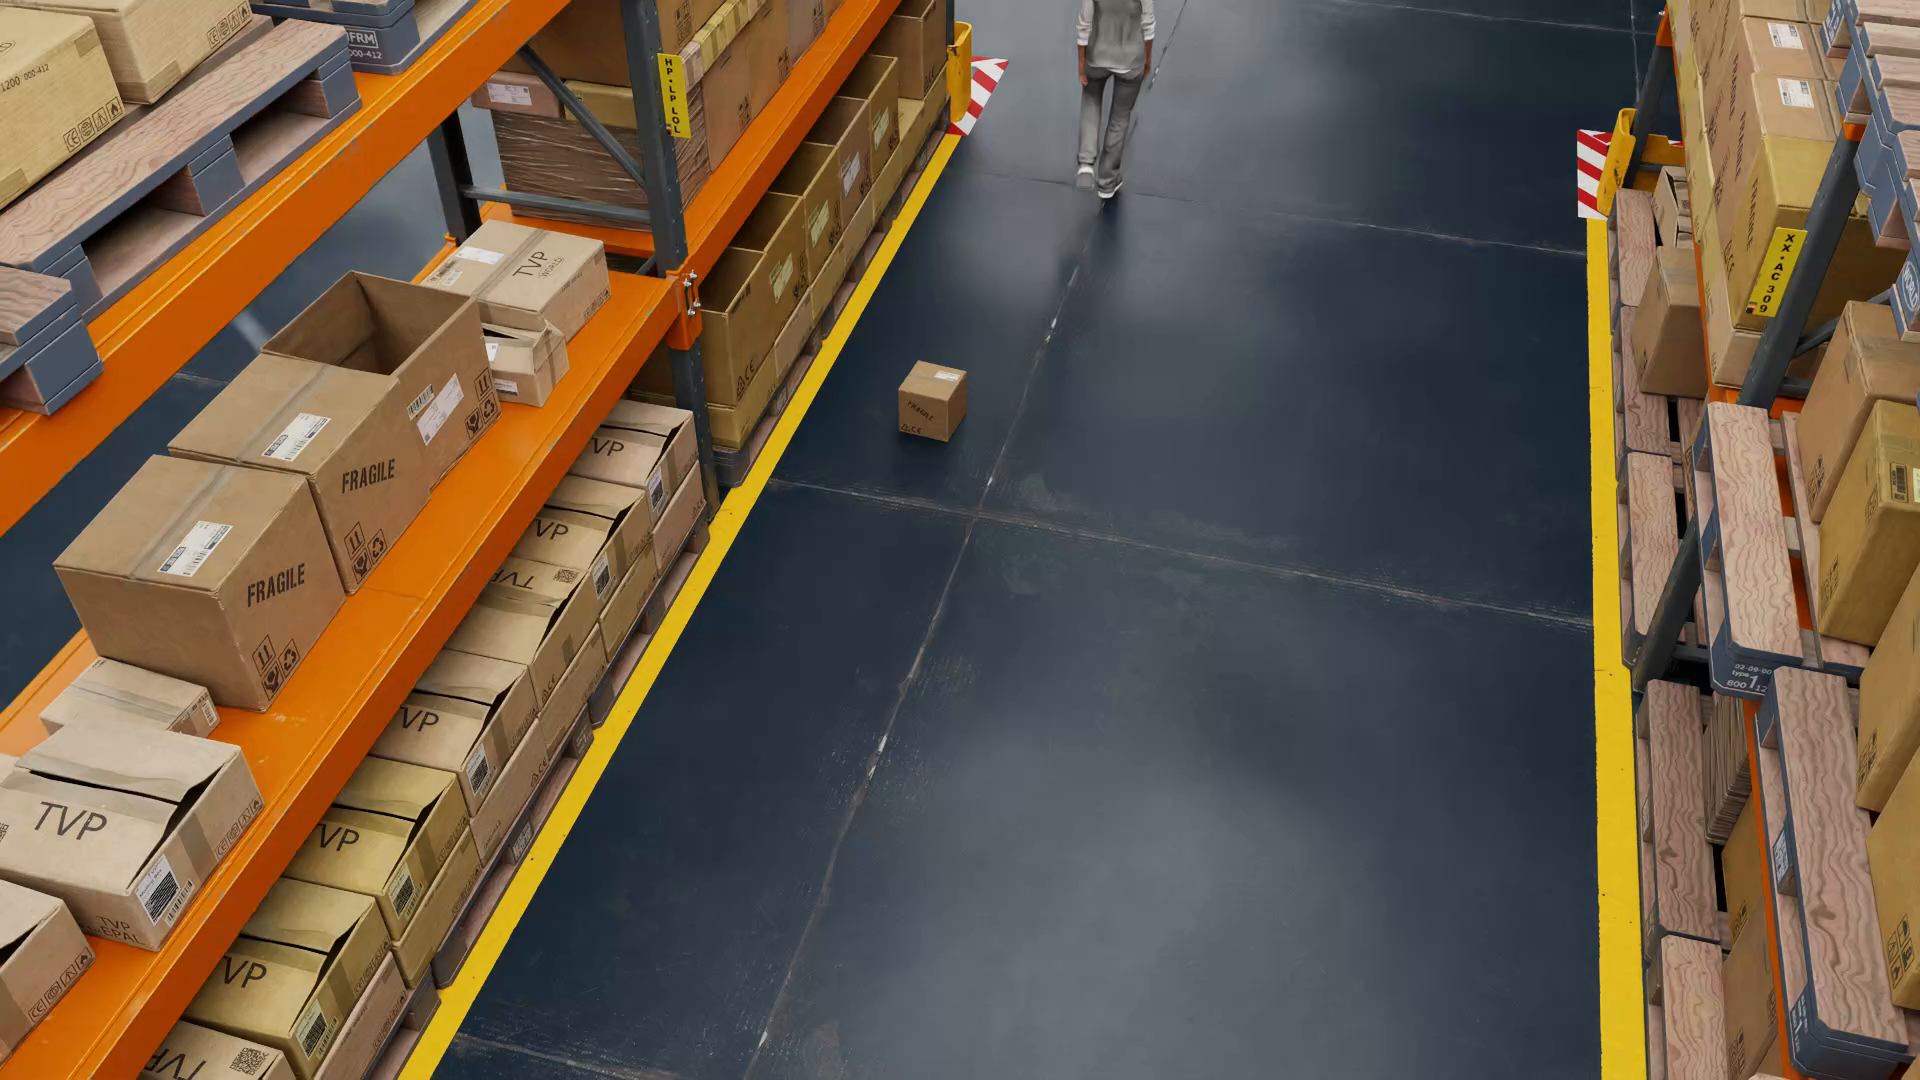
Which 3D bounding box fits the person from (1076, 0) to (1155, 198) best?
[{"bbox_3d":[0.846,-2.629,9.090,0.414,1.590,0.398,10,43,11],"label":"person"}]
